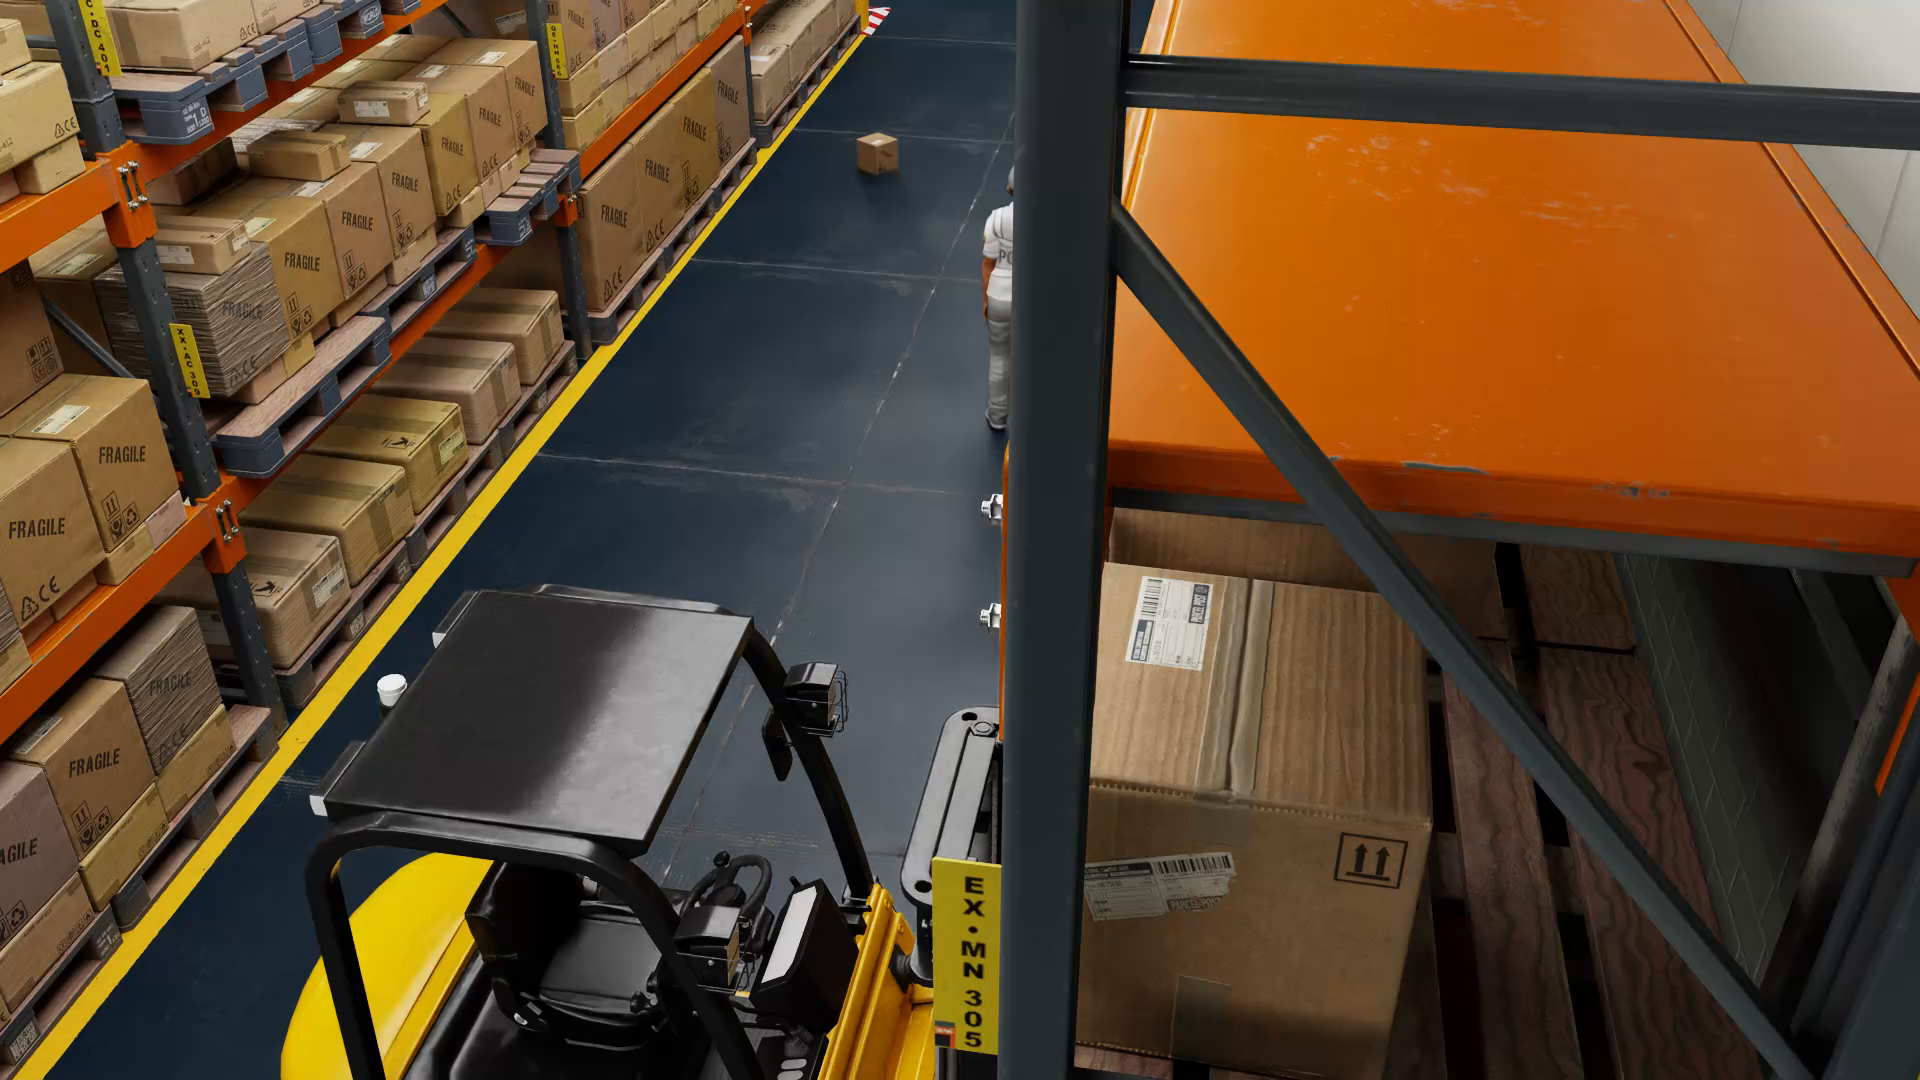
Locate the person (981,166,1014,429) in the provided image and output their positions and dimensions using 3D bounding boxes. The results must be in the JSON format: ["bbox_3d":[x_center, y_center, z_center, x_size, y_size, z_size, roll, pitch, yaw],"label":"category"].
[{"bbox_3d":[0.364,-1.432,9.853,0.472,1.667,0.383,1,33,2],"label":"person"}]
